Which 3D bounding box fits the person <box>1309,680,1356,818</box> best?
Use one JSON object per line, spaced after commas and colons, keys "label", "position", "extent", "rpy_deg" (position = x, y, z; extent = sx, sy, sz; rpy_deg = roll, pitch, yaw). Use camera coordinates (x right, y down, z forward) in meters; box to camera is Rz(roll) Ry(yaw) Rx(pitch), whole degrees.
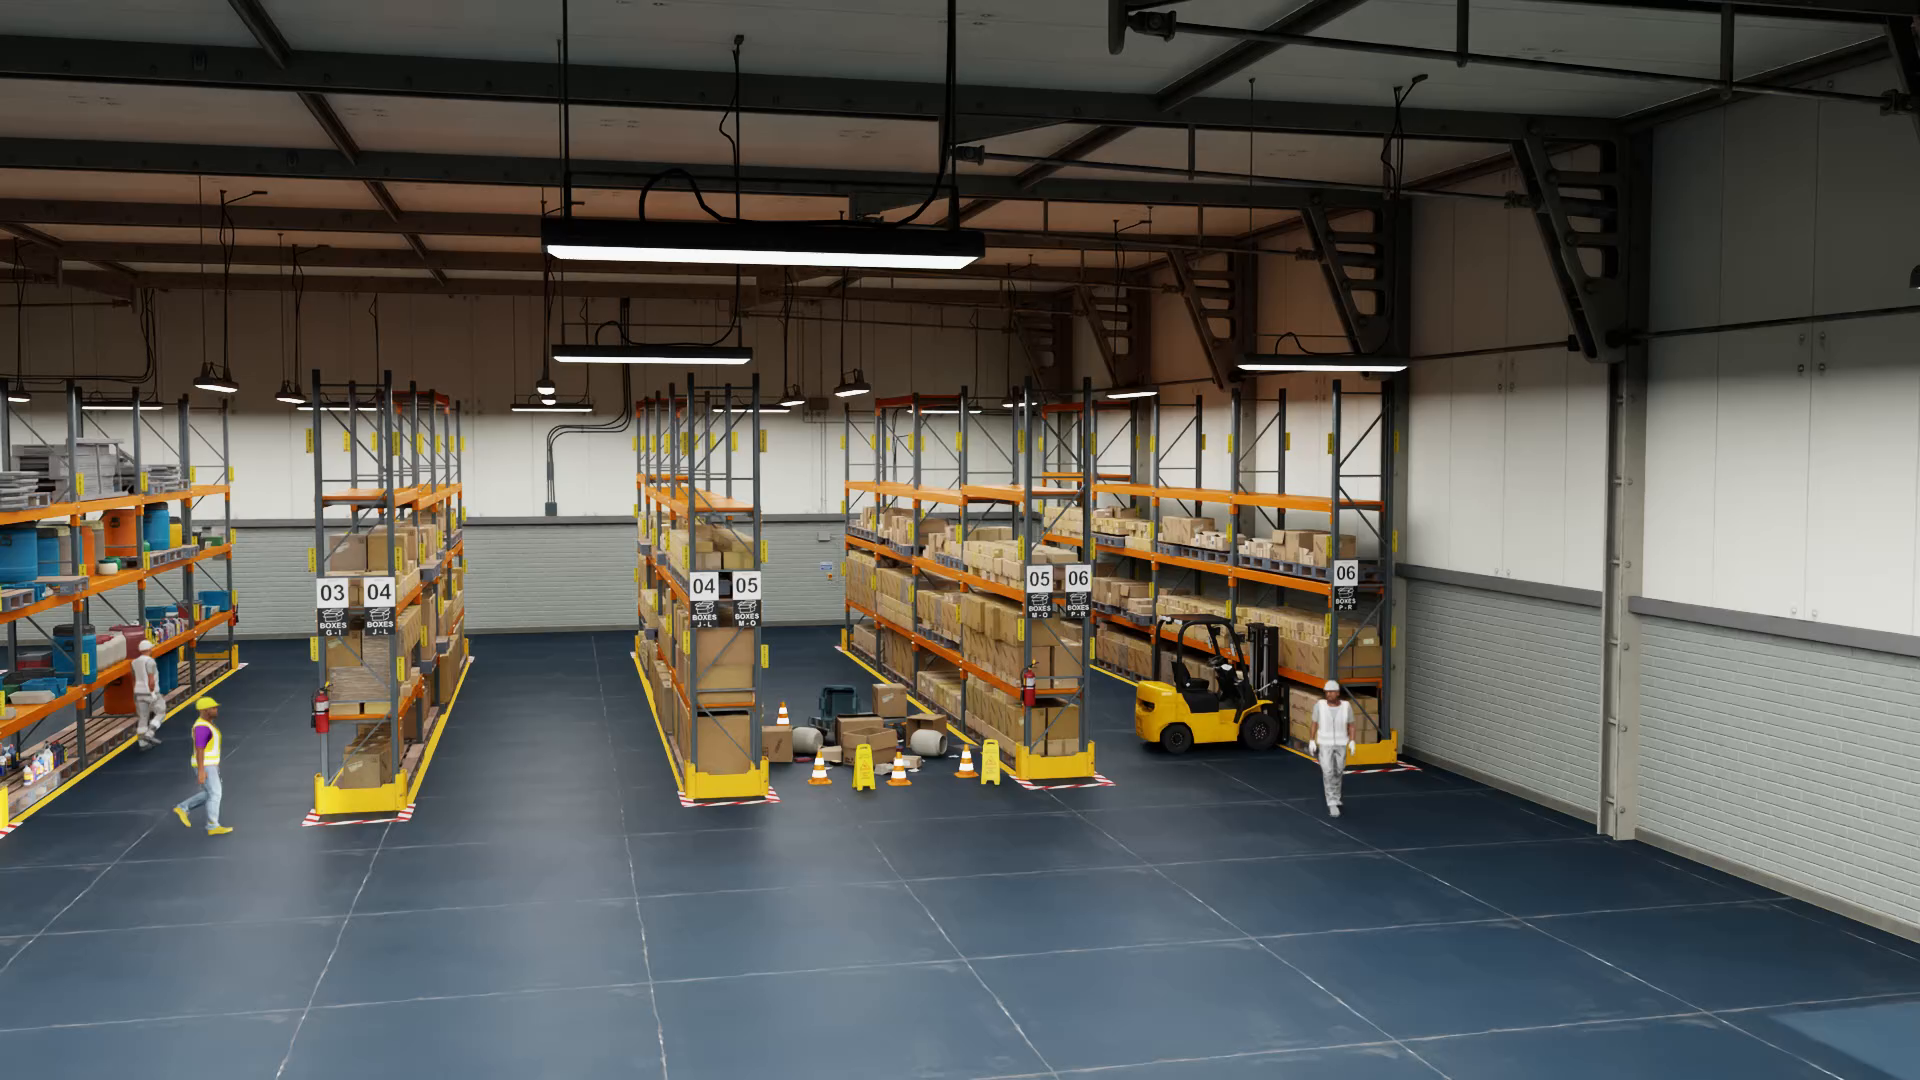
{"label": "person", "position": [5.087, 2.808, 22.645], "extent": [0.598, 1.785, 0.819], "rpy_deg": [0, 3, 3]}

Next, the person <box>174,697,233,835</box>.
{"label": "person", "position": [-9.701, 2.886, 21.263], "extent": [0.741, 1.752, 0.562], "rpy_deg": [-1, 3, -13]}

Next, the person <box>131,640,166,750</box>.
{"label": "person", "position": [-13.333, 2.532, 27.231], "extent": [0.569, 1.779, 0.482], "rpy_deg": [0, 3, 6]}
